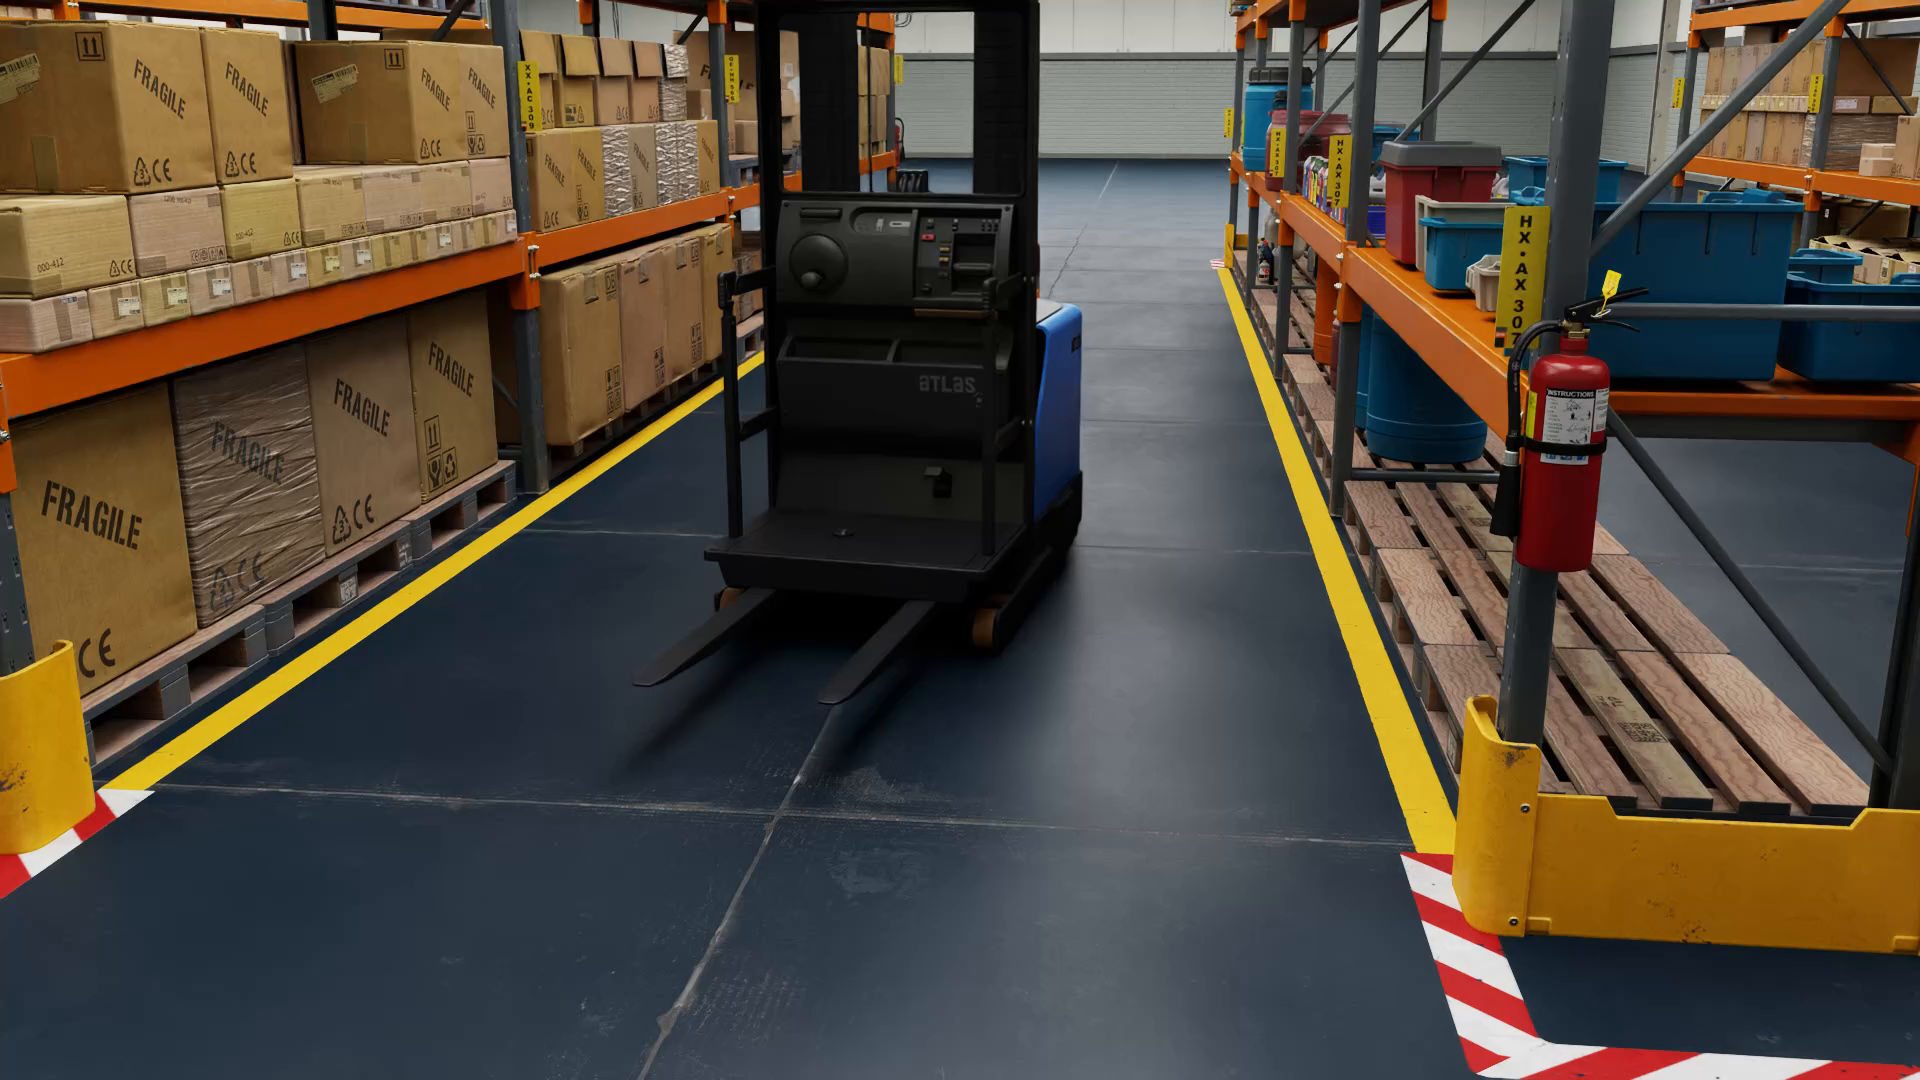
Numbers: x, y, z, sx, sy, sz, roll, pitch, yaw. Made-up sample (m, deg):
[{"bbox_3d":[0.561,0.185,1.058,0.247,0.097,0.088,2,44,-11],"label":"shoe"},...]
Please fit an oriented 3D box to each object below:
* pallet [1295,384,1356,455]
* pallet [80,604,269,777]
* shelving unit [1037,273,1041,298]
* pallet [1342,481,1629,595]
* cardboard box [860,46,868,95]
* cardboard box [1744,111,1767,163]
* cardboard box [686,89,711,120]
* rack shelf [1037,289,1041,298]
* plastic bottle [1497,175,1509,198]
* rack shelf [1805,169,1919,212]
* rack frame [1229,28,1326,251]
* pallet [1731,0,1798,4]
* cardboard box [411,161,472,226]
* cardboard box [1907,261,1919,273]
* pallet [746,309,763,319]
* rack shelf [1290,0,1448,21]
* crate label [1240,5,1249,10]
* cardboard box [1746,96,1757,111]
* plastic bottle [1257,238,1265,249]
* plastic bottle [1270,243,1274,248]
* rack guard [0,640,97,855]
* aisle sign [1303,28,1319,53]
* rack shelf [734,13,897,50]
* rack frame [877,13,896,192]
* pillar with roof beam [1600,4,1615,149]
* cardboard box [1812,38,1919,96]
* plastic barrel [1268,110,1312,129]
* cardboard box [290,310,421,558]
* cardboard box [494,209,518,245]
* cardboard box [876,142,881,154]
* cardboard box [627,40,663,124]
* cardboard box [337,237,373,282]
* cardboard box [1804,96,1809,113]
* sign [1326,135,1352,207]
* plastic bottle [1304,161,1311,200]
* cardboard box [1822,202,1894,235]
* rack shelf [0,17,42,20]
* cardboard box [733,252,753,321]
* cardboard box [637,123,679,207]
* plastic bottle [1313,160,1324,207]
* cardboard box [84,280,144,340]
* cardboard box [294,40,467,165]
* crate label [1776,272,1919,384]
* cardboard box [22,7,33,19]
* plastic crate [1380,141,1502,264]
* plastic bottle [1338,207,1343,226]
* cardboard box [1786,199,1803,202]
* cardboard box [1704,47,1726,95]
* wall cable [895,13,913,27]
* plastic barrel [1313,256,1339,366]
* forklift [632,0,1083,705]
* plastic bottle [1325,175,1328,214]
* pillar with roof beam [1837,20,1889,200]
[{"bbox_3d":[2.561,-0.722,9.927,1.003,0.211,1.213,2,15,6],"label":"pallet"},{"bbox_3d":[-3.063,0.476,5.496,1.003,0.211,1.213,2,15,6],"label":"pallet"},{"bbox_3d":[0.208,-0.722,8.033,0.258,1.200,0.503,4,16,14],"label":"shelving unit"},{"bbox_3d":[2.253,-0.014,7.308,1.003,0.211,1.213,2,15,6],"label":"pallet"},{"bbox_3d":[-1.261,-4.946,17.528,0.500,0.500,0.500,2,15,6],"label":"cardboard box"},{"bbox_3d":[8.335,-4.043,16.676,0.700,0.500,0.500,2,15,8],"label":"cardboard box"},{"bbox_3d":[-2.151,-3.127,12.484,0.500,0.500,0.500,0,15,-1],"label":"cardboard box"},{"bbox_3d":[0.208,-1.101,7.931,0.258,0.148,0.480,4,16,14],"label":"rack shelf"},{"bbox_3d":[2.664,-1.620,8.001,0.144,0.351,0.185,2,15,6],"label":"plastic bottle"},{"bbox_3d":[7.896,-2.614,12.960,1.077,0.370,4.000,2,15,6],"label":"rack shelf"},{"bbox_3d":[3.651,-4.664,19.164,1.000,3.000,0.127,2,15,6],"label":"rack frame"},{"bbox_3d":[8.332,-5.422,16.392,1.003,0.211,1.213,2,15,6],"label":"pallet"},{"bbox_3d":[-2.469,-1.512,7.225,0.500,0.250,0.500,2,15,8],"label":"cardboard box"},{"bbox_3d":[7.596,-1.997,12.691,0.500,0.311,0.500,2,15,6],"label":"cardboard box"},{"bbox_3d":[-1.943,-1.907,14.310,1.003,0.211,1.213,2,15,6],"label":"pallet"},{"bbox_3d":[2.523,-3.171,9.275,1.077,0.370,4.000,2,15,6],"label":"rack shelf"},{"bbox_3d":[3.112,-5.564,17.032,0.502,0.251,0.408,2,15,6],"label":"crate label"},{"bbox_3d":[8.140,-4.384,16.696,0.380,0.149,0.250,2,15,7],"label":"cardboard box"},{"bbox_3d":[3.045,-2.869,16.758,0.144,0.351,0.185,2,15,6],"label":"plastic bottle"},{"bbox_3d":[3.173,-2.876,16.912,0.061,0.283,0.133,2,15,6],"label":"plastic bottle"},{"bbox_3d":[-3.078,0.553,4.660,1.175,0.500,0.348,2,15,6],"label":"rack guard"},{"bbox_3d":[3.955,-5.929,18.861,0.394,0.787,0.004,2,15,6],"label":"aisle sign"},{"bbox_3d":[-1.496,-5.392,17.487,1.077,0.370,4.000,2,15,6],"label":"rack shelf"},{"bbox_3d":[-1.270,-4.810,19.703,1.000,3.000,0.127,2,15,6],"label":"rack frame"},{"bbox_3d":[13.383,-14.969,45.780,9.100,9.000,0.400,2,15,6],"label":"pillar with roof beam"},{"bbox_3d":[8.165,-4.269,15.028,0.700,0.500,0.500,2,15,7],"label":"cardboard box"},{"bbox_3d":[2.874,-3.450,14.416,0.433,0.535,0.433,0,15,0],"label":"plastic barrel"},{"bbox_3d":[-2.879,-0.472,6.928,0.875,0.875,0.875,2,15,6],"label":"cardboard box"},{"bbox_3d":[-2.333,-1.488,7.898,0.380,0.149,0.250,2,15,7],"label":"cardboard box"},{"bbox_3d":[-1.103,-4.477,18.955,0.380,0.149,0.250,2,15,6],"label":"cardboard box"},{"bbox_3d":[-2.347,-2.909,10.562,0.797,0.503,0.637,2,15,8],"label":"cardboard box"},{"bbox_3d":[-2.507,-1.088,6.421,0.380,0.149,0.250,2,15,7],"label":"cardboard box"},{"bbox_3d":[7.969,-3.982,15.207,0.380,0.149,0.250,1,15,5],"label":"cardboard box"},{"bbox_3d":[1.751,-1.702,7.679,0.100,0.325,0.005,2,15,6],"label":"sign"},{"bbox_3d":[2.338,-2.395,11.019,0.097,0.271,0.097,0,15,0],"label":"plastic bottle"},{"bbox_3d":[8.533,-2.958,15.881,0.500,0.500,0.500,2,15,6],"label":"cardboard box"},{"bbox_3d":[-11.342,-5.684,18.567,1.077,0.370,4.000,2,15,6],"label":"rack shelf"},{"bbox_3d":[-2.067,-2.059,13.477,0.700,0.500,0.500,0,15,2],"label":"cardboard box"},{"bbox_3d":[-2.099,-2.384,10.541,0.500,0.500,0.500,1,15,4],"label":"cardboard box"},{"bbox_3d":[2.240,-2.217,10.337,0.061,0.283,0.133,2,15,6],"label":"plastic bottle"},{"bbox_3d":[-2.680,-0.688,4.940,0.380,0.149,0.250,1,15,5],"label":"cardboard box"},{"bbox_3d":[-2.471,-1.874,7.126,0.500,0.500,0.500,2,15,7],"label":"cardboard box"},{"bbox_3d":[2.201,-0.517,4.032,0.416,0.233,0.303,2,15,6],"label":"crate label"},{"bbox_3d":[-11.033,-6.131,19.322,0.380,0.149,0.250,2,15,7],"label":"cardboard box"},{"bbox_3d":[1.947,-1.387,6.809,0.402,0.464,0.583,2,15,6],"label":"plastic crate"},{"bbox_3d":[2.119,-1.829,8.917,0.152,0.276,0.135,2,15,6],"label":"plastic bottle"},{"bbox_3d":[8.077,-3.103,16.417,0.500,0.500,0.500,2,15,6],"label":"cardboard box"},{"bbox_3d":[8.501,-5.057,17.941,0.700,0.500,0.500,2,15,6],"label":"cardboard box"},{"bbox_3d":[-2.561,-17.853,49.931,2.305,6.003,0.169,2,15,6],"label":"wall cable"},{"bbox_3d":[2.710,-1.617,11.248,0.600,0.830,0.708,2,15,6],"label":"plastic barrel"},{"bbox_3d":[-0.307,-1.113,6.161,1.130,2.935,3.031,4,16,14],"label":"forklift"},{"bbox_3d":[2.200,-2.062,9.634,0.144,0.351,0.185,2,15,6],"label":"plastic bottle"},{"bbox_3d":[11.352,-10.300,28.515,9.100,9.000,0.400,2,15,6],"label":"pillar with roof beam"}]
